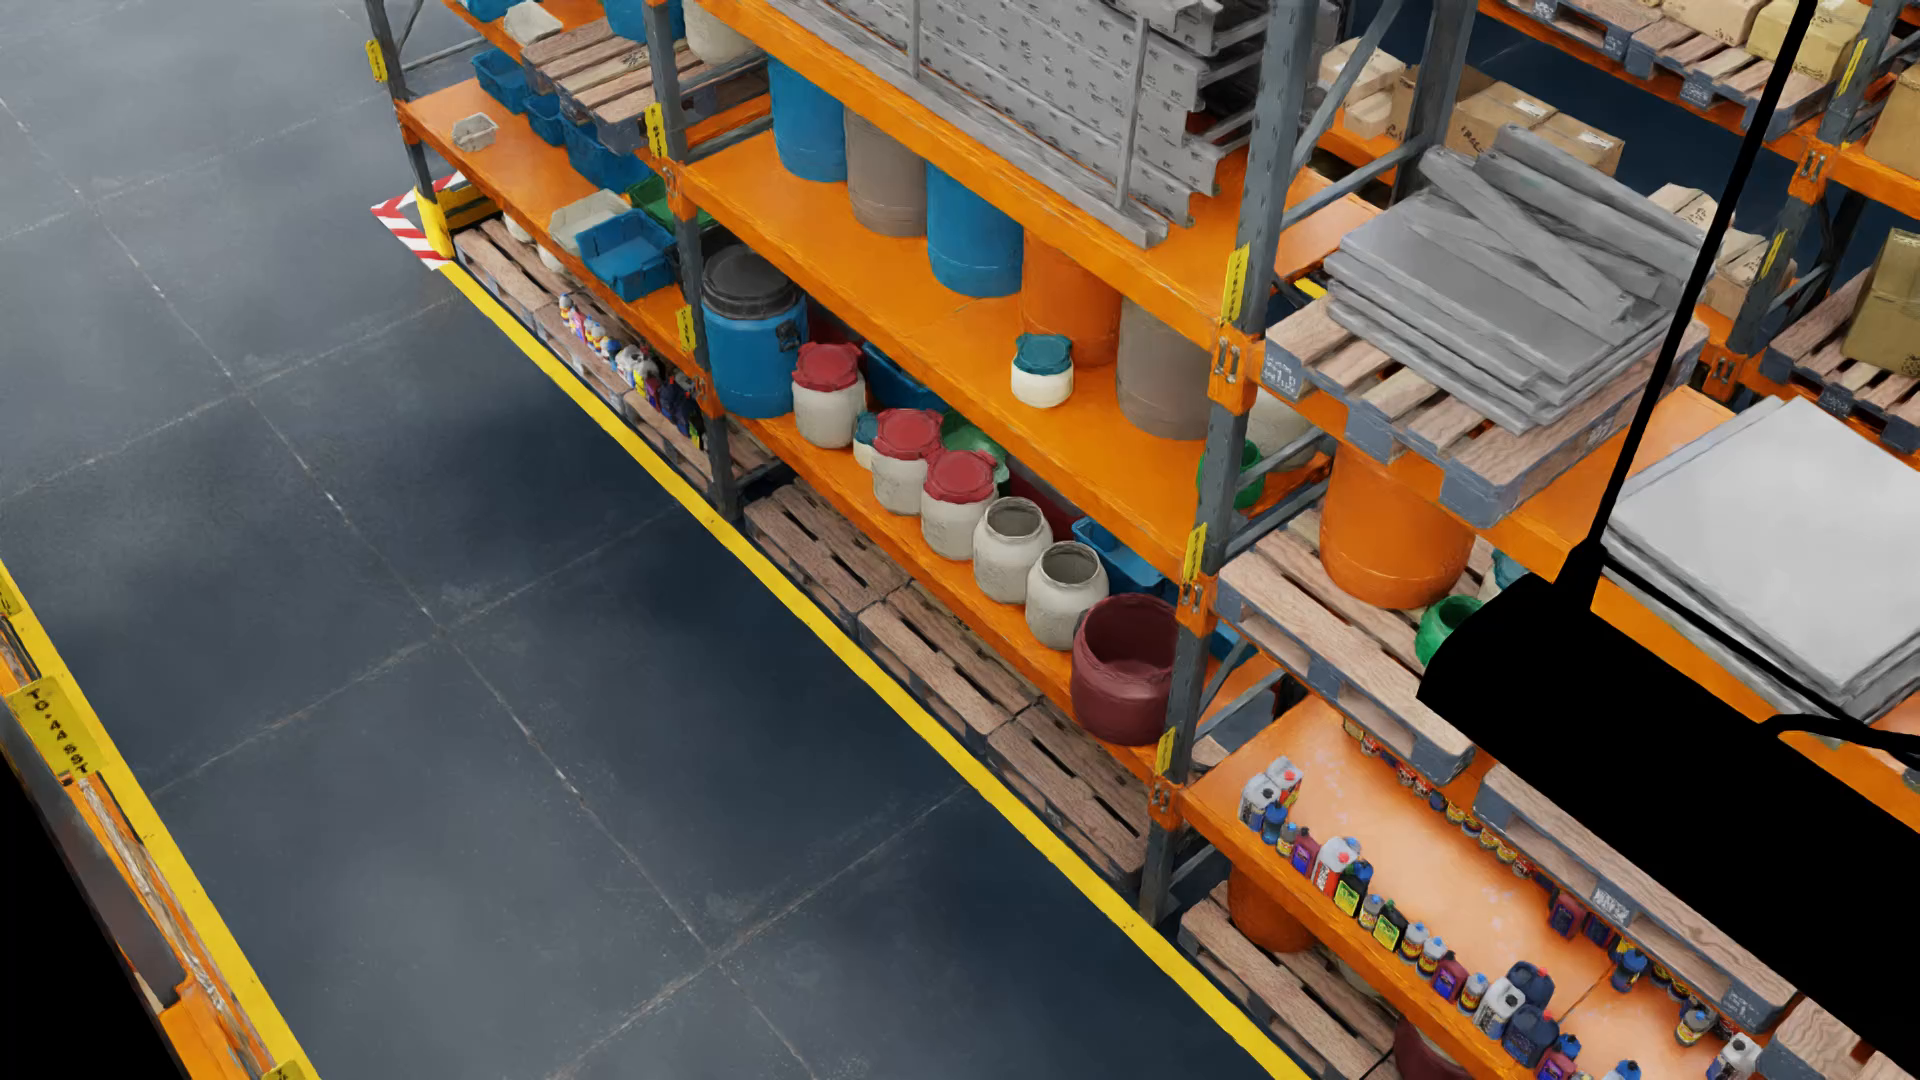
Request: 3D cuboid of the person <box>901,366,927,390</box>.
[{"bbox_3d":[-0.191,-0.827,10.156,0.643,1.763,0.500,22,50,20],"label":"person"}]
